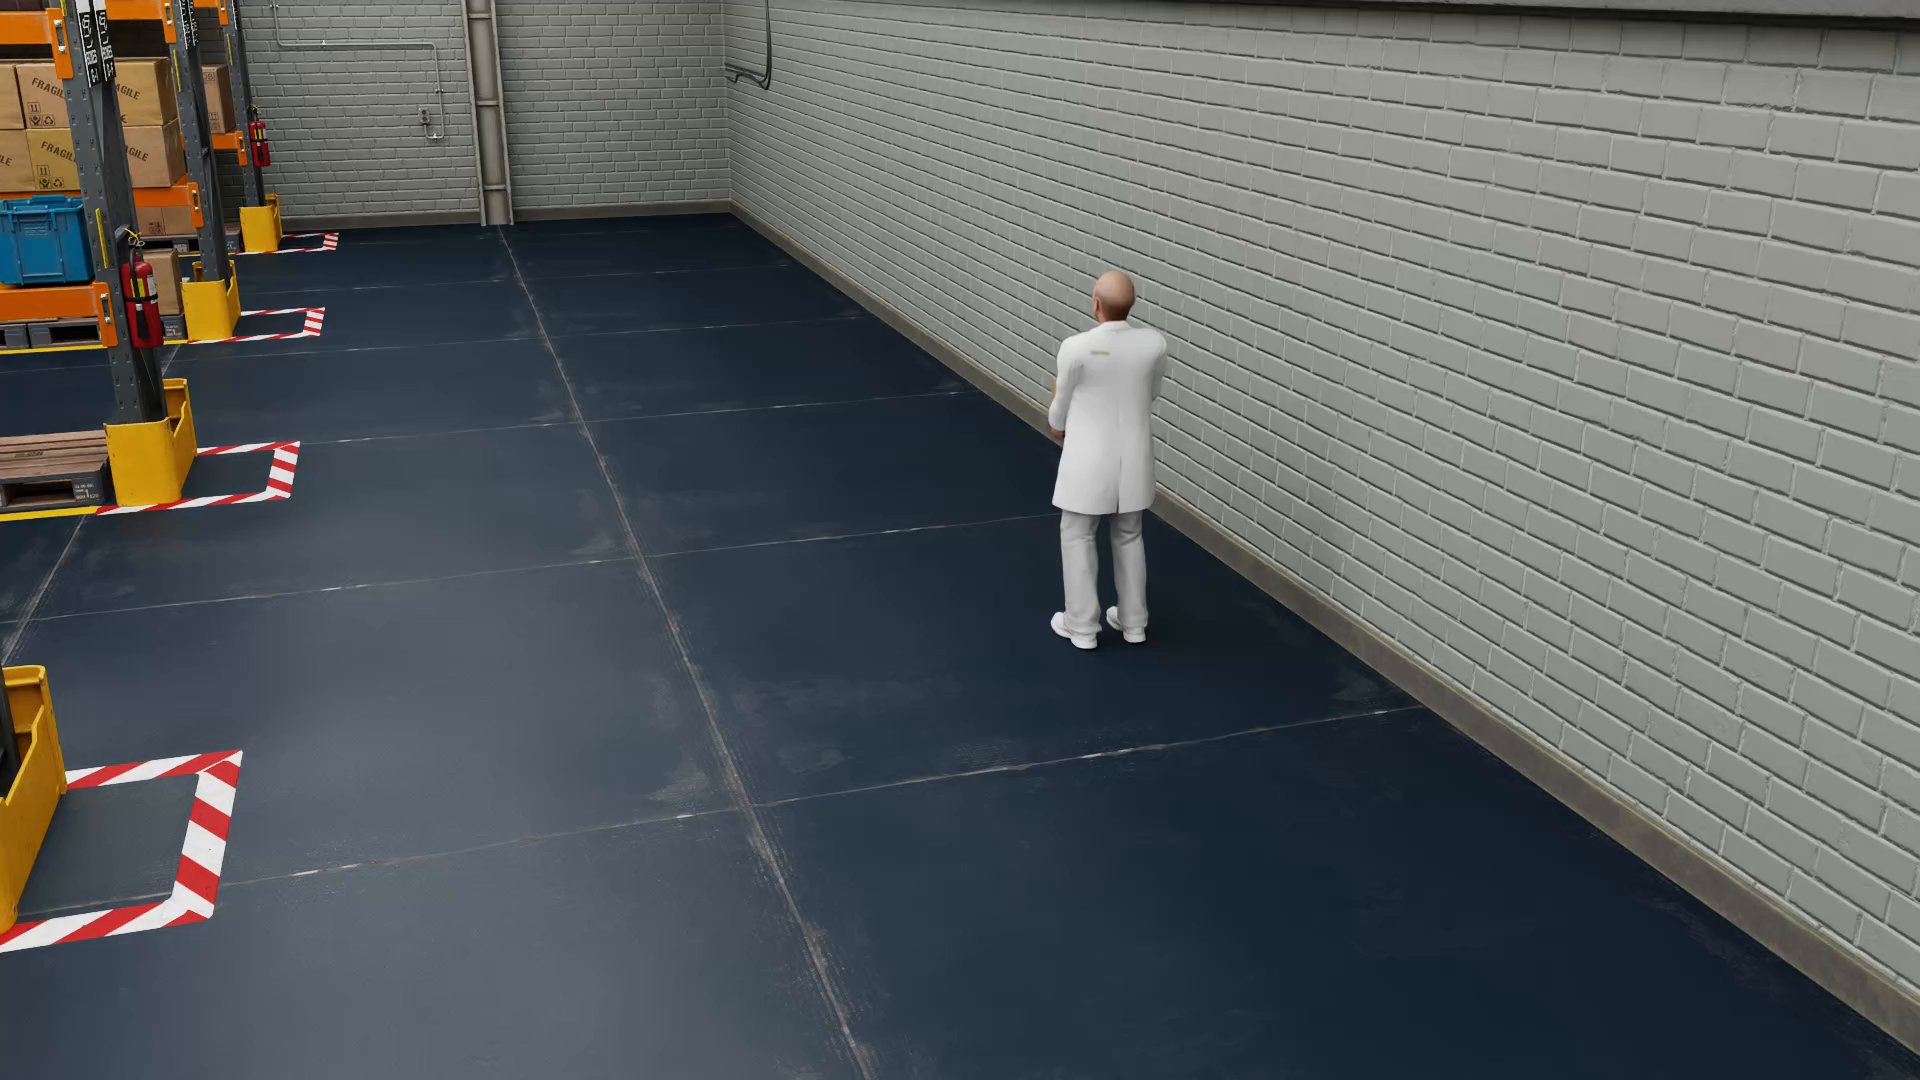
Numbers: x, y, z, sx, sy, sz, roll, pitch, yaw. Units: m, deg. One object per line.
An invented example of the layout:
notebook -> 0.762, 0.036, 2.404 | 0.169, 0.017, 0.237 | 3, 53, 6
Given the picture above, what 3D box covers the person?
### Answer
person -> 0.646, -0.401, 7.766 | 0.531, 1.770, 0.555 | -6, 20, -16
